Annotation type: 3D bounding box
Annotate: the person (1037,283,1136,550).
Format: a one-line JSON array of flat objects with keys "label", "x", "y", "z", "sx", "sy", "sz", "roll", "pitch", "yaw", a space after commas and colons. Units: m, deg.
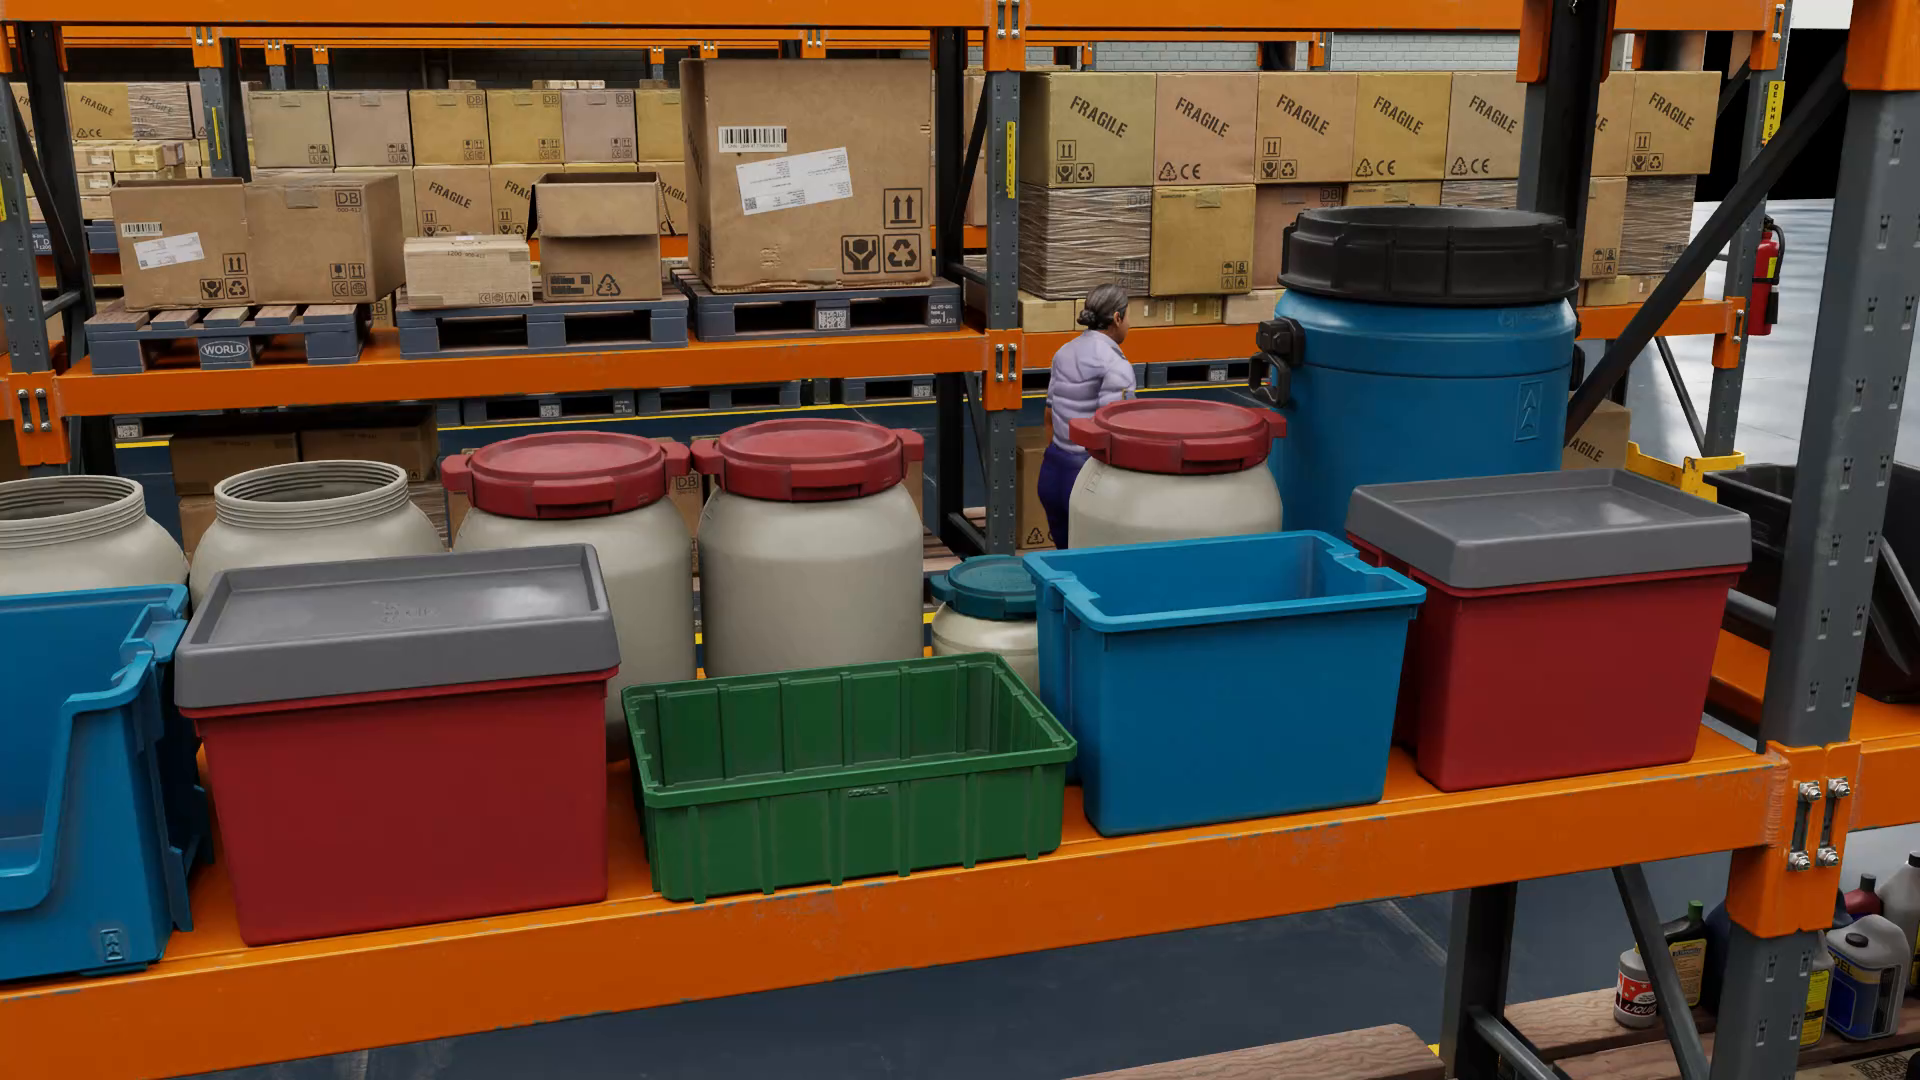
[{"label": "person", "x": 0.544, "y": -0.211, "z": 6.780, "sx": 0.378, "sy": 1.651, "sz": 0.538, "roll": -10, "pitch": 19, "yaw": -31}]
